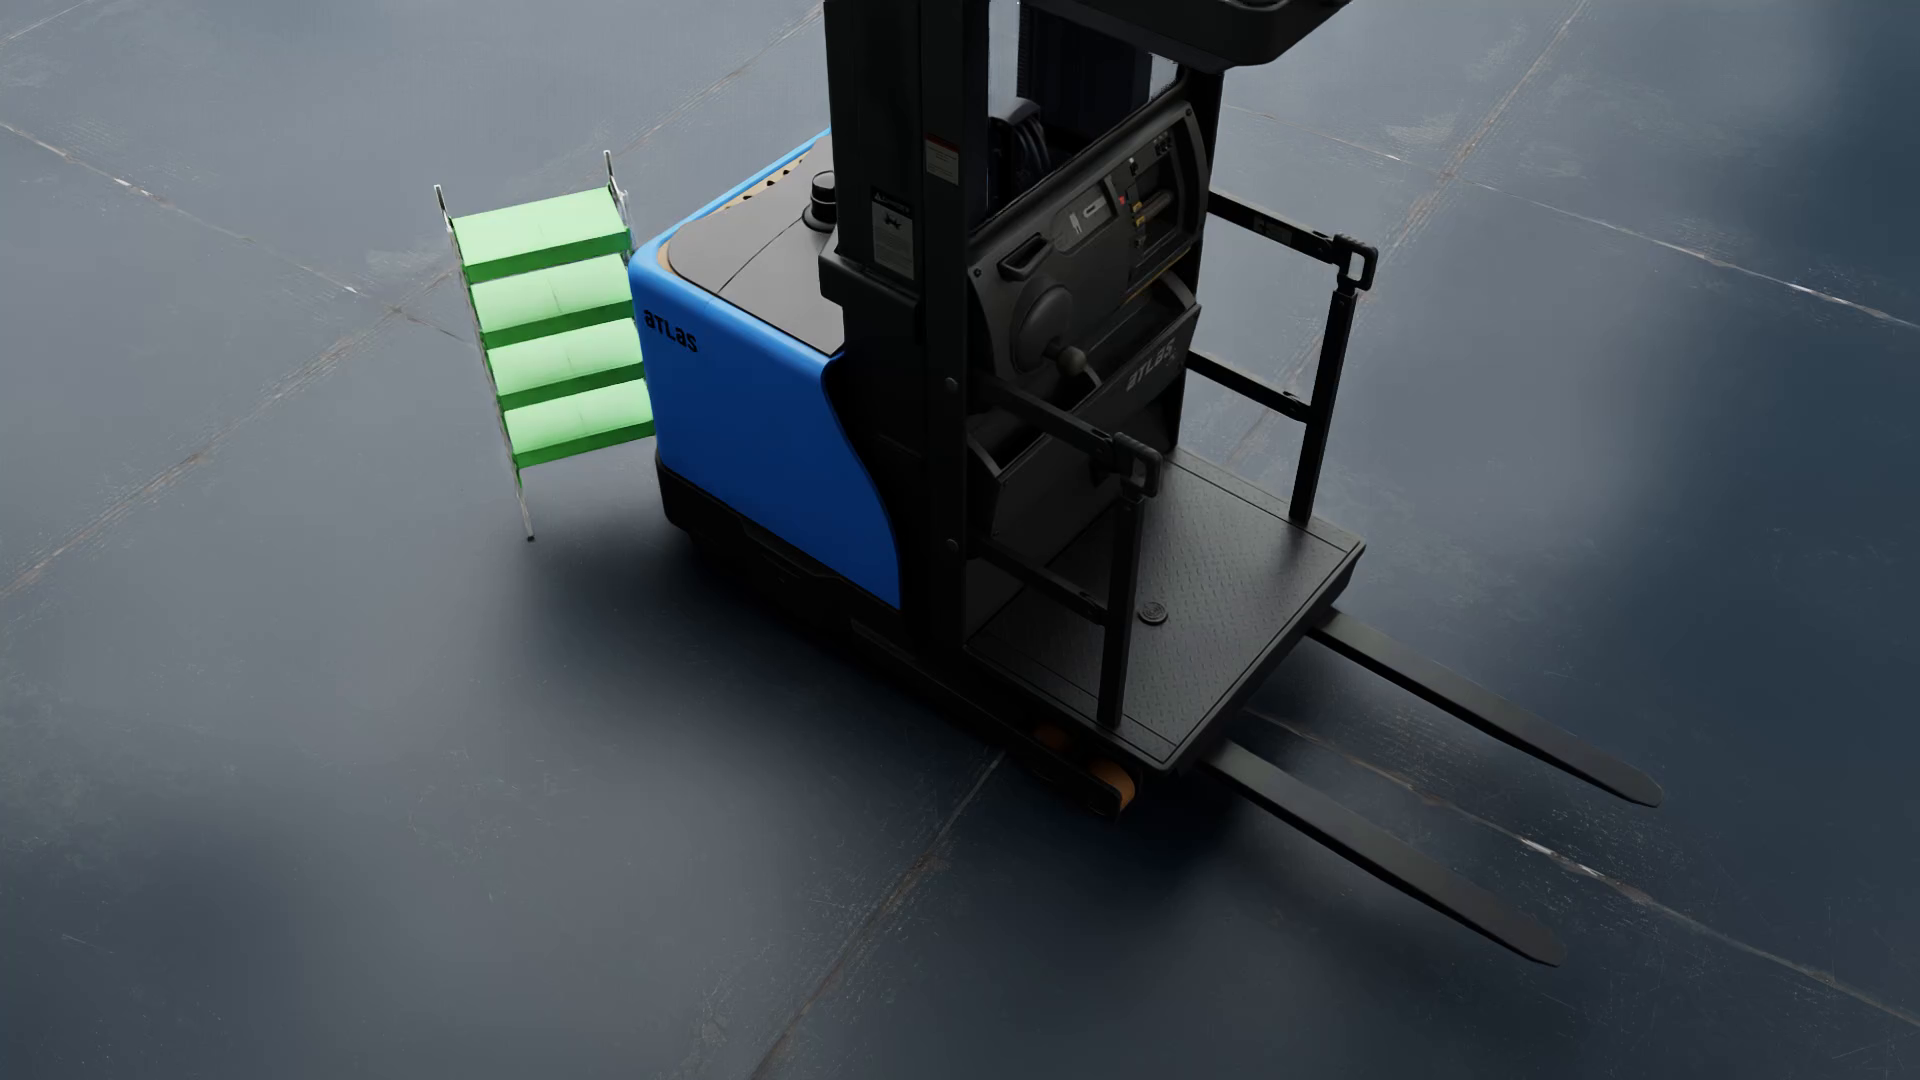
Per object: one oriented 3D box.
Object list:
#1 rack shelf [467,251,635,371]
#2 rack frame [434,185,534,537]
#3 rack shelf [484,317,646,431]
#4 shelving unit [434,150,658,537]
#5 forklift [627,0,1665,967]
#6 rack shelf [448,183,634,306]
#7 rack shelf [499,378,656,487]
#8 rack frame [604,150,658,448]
[{"bbox_3d":[-1.217,-0.697,5.016,0.480,0.148,0.258,-16,48,-15],"label":"rack shelf"},{"bbox_3d":[-1.444,-0.511,5.081,0.015,1.200,0.240,-16,48,-15],"label":"rack frame"},{"bbox_3d":[-1.217,-0.530,5.189,0.480,0.148,0.258,-16,48,-15],"label":"rack shelf"},{"bbox_3d":[-1.217,-0.574,5.143,0.503,1.200,0.258,-16,48,-15],"label":"shelving unit"},{"bbox_3d":[0.501,-0.682,4.041,3.031,2.935,1.130,30,53,26],"label":"forklift"},{"bbox_3d":[-1.217,-0.864,4.844,0.480,0.148,0.258,-16,48,-15],"label":"rack shelf"},{"bbox_3d":[-1.217,-0.362,5.361,0.480,0.148,0.258,-16,48,-15],"label":"rack shelf"},{"bbox_3d":[-0.990,-0.638,5.204,0.015,1.200,0.240,-16,48,-15],"label":"rack frame"}]
